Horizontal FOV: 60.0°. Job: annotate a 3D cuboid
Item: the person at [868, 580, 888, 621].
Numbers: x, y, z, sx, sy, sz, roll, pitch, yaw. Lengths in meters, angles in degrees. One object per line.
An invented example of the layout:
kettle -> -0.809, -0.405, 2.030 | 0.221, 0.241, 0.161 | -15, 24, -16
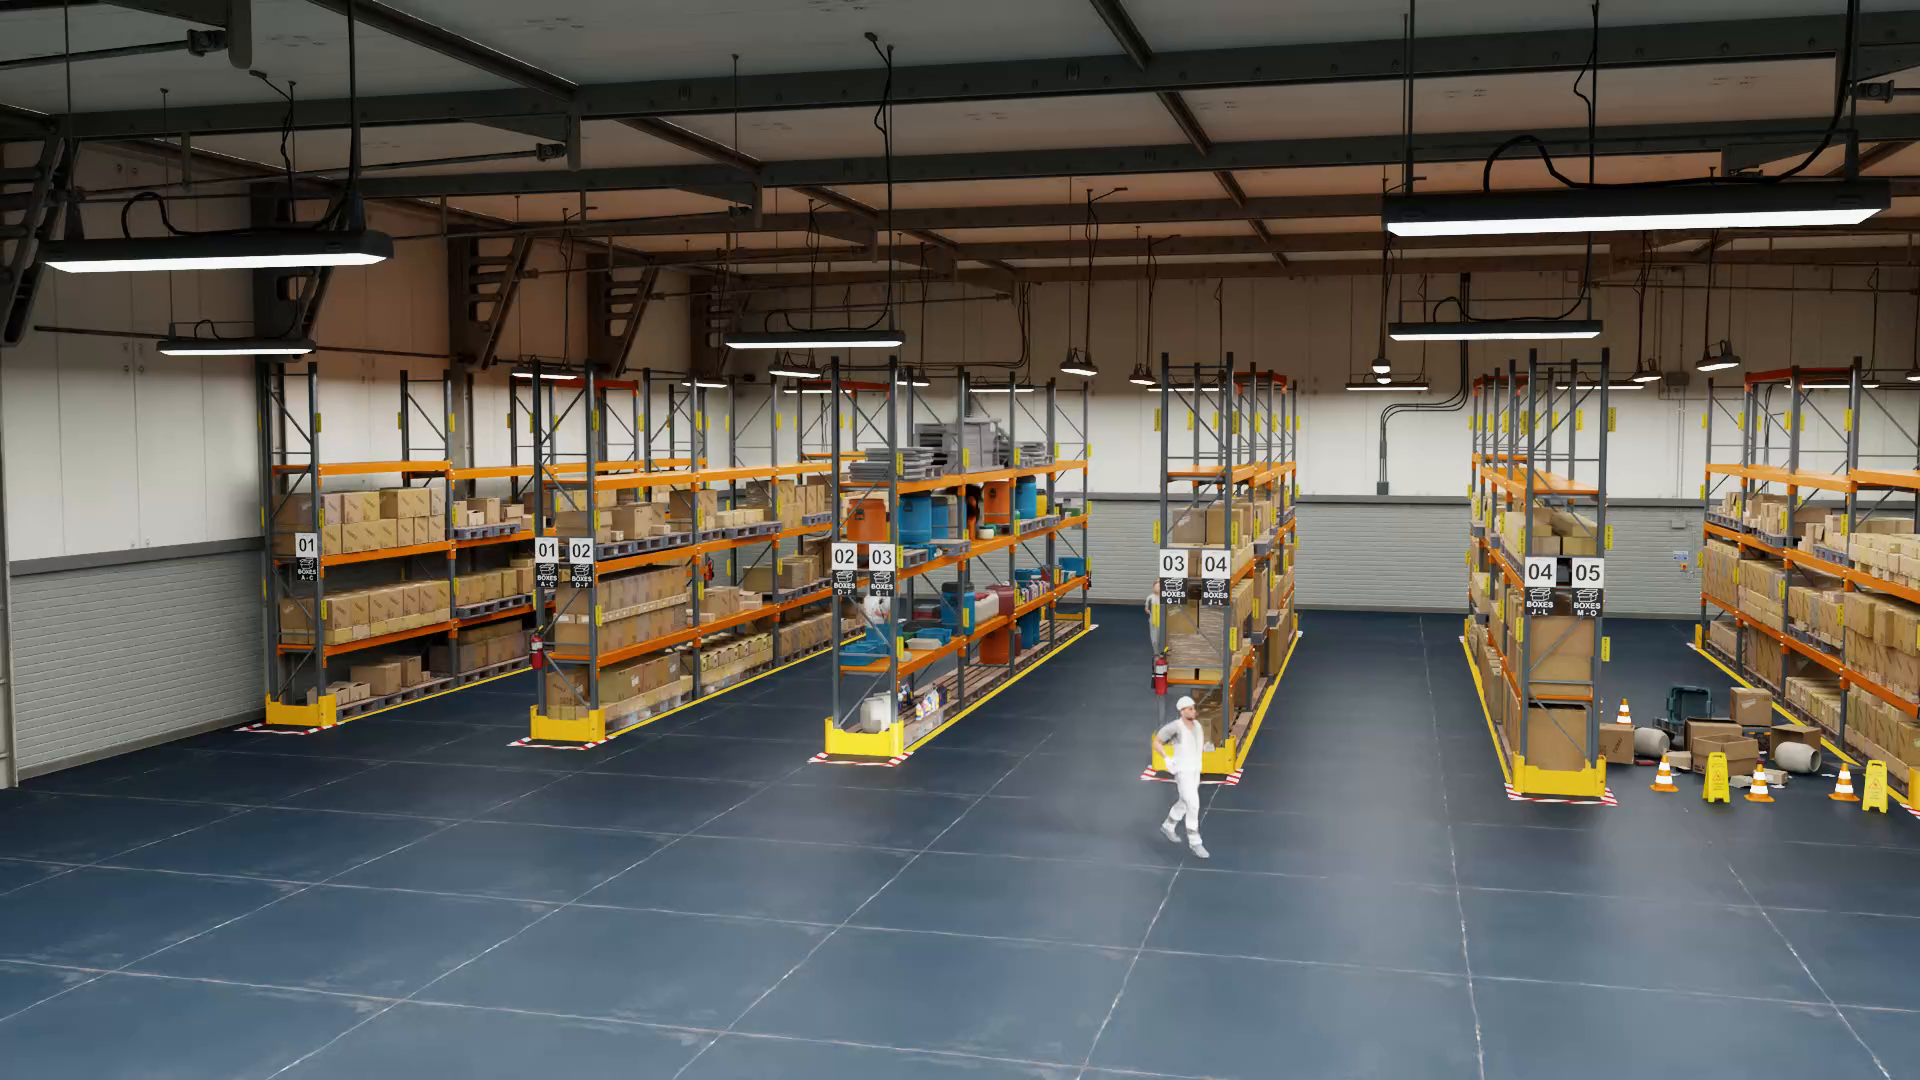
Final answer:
person -> -1.680, 1.409, 34.765 | 0.625, 1.847, 0.920 | 1, 4, 11

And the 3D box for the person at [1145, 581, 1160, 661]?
person -> 3.858, 1.622, 32.296 | 0.550, 1.656, 0.571 | 1, 4, 13

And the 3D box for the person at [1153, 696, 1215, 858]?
person -> 2.638, 2.732, 19.437 | 0.640, 1.824, 0.814 | -4, 6, -43

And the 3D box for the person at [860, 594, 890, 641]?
person -> -1.585, 1.642, 31.286 | 0.673, 1.819, 0.862 | 1, 4, 14
